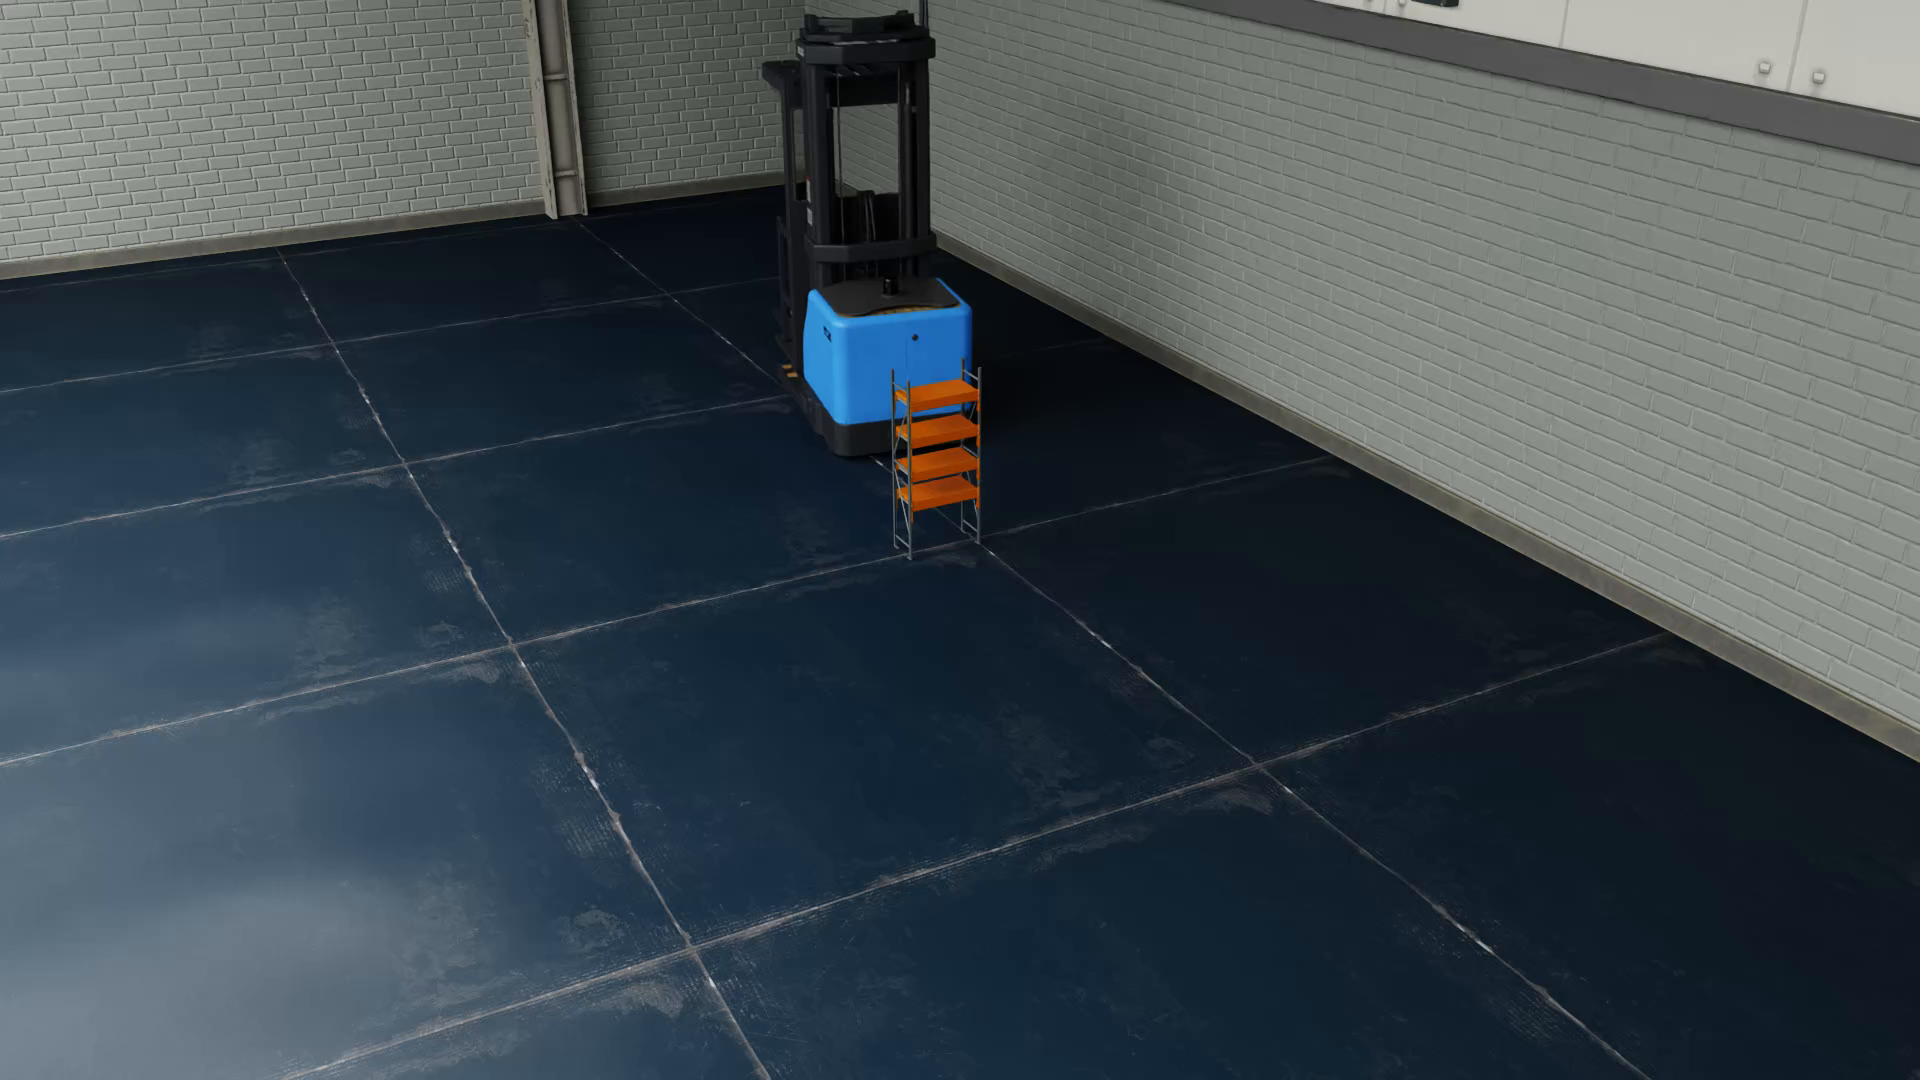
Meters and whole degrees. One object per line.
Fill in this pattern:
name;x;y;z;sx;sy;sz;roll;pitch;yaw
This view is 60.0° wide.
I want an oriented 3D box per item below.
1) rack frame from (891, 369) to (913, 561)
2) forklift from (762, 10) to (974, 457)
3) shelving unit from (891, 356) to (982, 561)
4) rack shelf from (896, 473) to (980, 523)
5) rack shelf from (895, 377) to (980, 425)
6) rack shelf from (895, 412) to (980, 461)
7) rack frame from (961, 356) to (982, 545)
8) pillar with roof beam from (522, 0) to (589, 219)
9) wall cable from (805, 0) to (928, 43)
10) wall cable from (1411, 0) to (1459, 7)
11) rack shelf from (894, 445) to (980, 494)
rack frame;-0.361;-0.457;10.317;0.015;1.200;0.240;-13;29;-25
forklift;-0.833;-2.530;12.633;1.130;2.935;3.031;-8;27;-16
shelving unit;-0.146;-0.507;10.420;0.503;1.200;0.258;-13;29;-25
rack shelf;-0.146;-0.268;10.535;0.480;0.148;0.258;-13;29;-25
rack shelf;-0.146;-0.861;10.250;0.480;0.148;0.258;-13;29;-25
rack shelf;-0.146;-0.648;10.352;0.480;0.148;0.258;-13;29;-25
rack frame;0.069;-0.557;10.524;0.015;1.200;0.240;-13;29;-25
pillar with roof beam;-2.273;-5.980;12.809;0.400;9.000;9.100;-13;29;-25
wall cable;-1.077;-6.320;17.104;0.112;2.526;3.097;-13;29;-25
wall cable;3.376;-5.624;8.137;0.169;6.003;2.305;-13;29;-25
rack shelf;-0.146;-0.447;10.449;0.480;0.148;0.258;-13;29;-25
